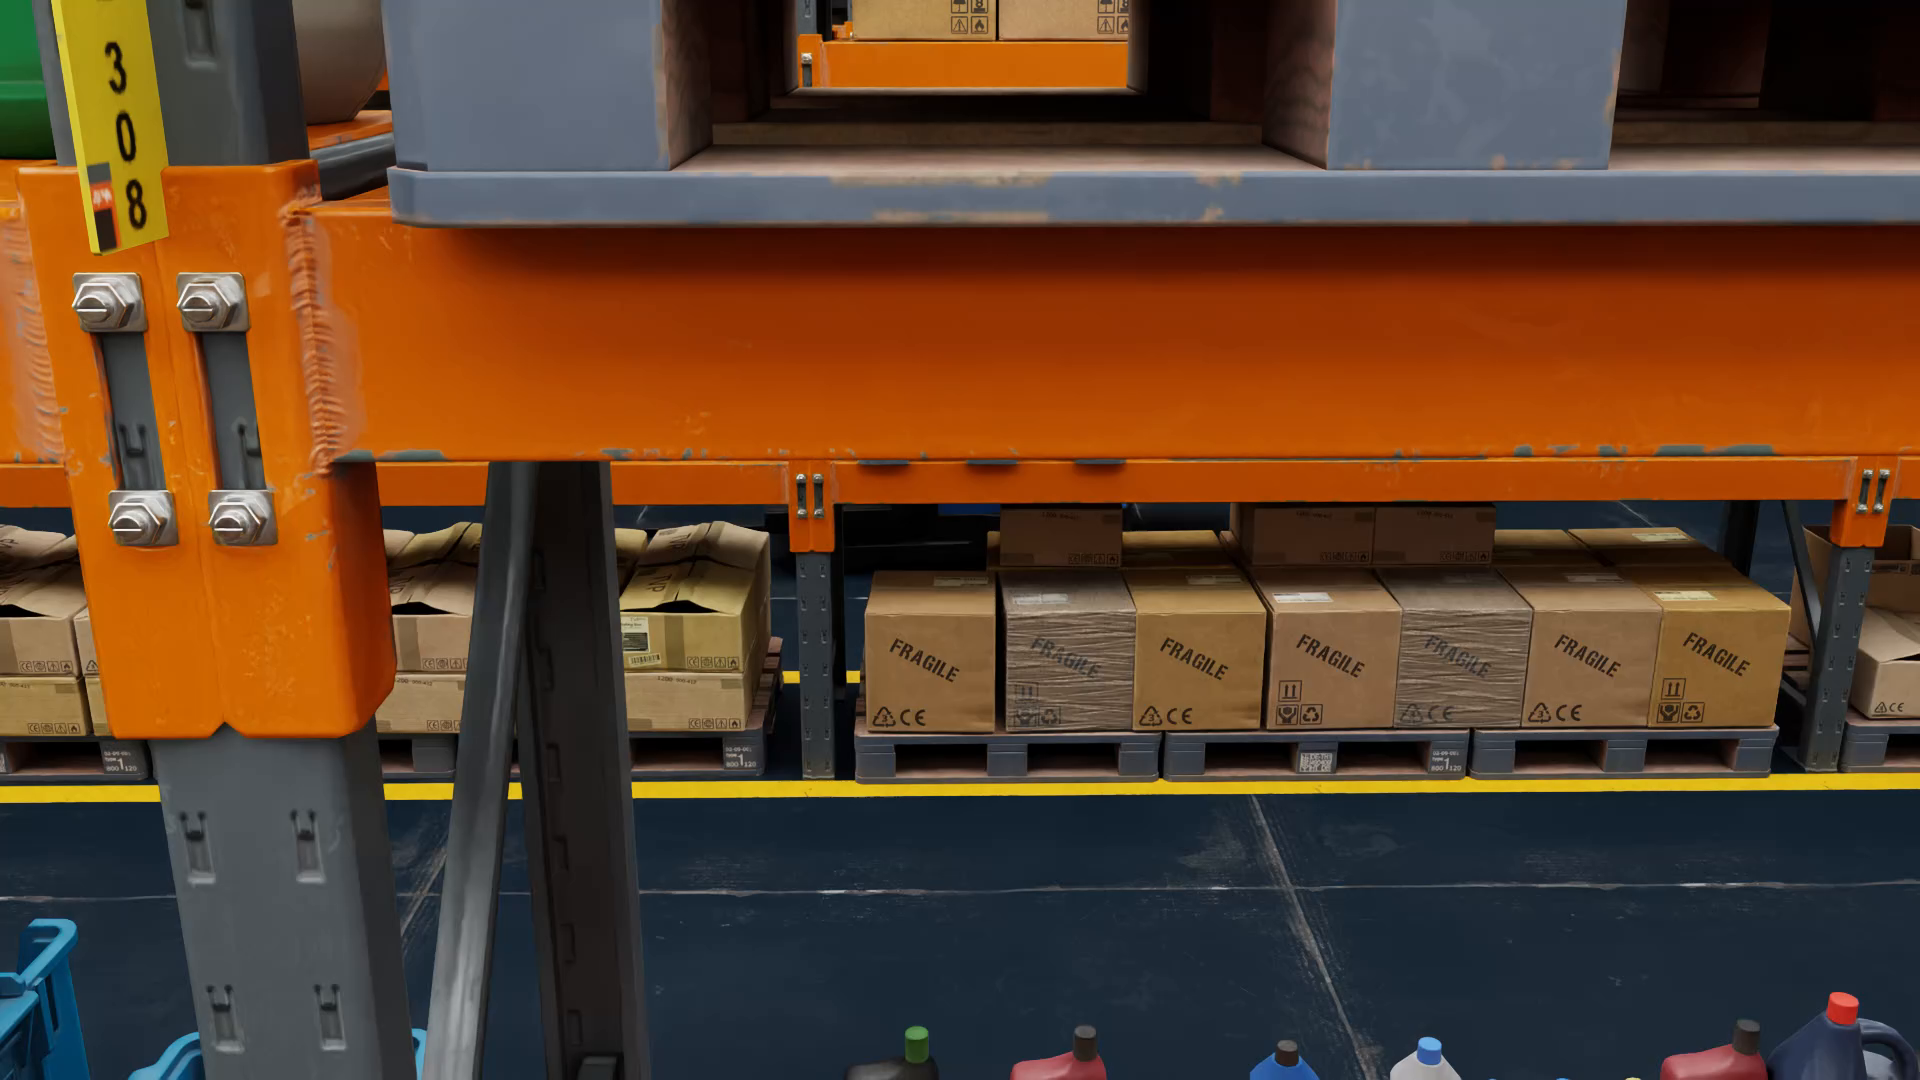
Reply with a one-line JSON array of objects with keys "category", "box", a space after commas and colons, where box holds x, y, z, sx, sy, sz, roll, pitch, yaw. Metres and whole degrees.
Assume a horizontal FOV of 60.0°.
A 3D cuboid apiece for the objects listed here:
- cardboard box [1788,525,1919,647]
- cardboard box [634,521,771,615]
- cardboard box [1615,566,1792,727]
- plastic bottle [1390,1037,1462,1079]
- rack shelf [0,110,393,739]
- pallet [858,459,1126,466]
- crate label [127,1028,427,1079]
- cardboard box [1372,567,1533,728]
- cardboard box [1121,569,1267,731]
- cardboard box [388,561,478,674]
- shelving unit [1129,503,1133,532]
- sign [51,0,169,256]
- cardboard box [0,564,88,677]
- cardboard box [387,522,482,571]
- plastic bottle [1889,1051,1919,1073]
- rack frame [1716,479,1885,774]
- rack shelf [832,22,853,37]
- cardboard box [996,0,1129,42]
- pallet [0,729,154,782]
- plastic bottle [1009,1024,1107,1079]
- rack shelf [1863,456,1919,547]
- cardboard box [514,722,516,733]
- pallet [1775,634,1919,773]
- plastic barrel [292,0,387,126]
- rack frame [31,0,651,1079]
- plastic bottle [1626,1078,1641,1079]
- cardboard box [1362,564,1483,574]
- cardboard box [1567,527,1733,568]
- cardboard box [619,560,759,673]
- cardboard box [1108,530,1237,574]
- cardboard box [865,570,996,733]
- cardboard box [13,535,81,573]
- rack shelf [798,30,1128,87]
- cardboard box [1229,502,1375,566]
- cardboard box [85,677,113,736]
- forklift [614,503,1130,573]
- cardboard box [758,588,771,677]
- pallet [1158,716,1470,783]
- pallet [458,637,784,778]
[{"category": "cardboard box", "box": [3.997, 0.243, 7.250, 0.500, 0.500, 0.500, 0, 18, -1]}, {"category": "cardboard box", "box": [-1.096, 0.126, 7.139, 0.500, 0.311, 0.500, 0, 18, 1]}, {"category": "cardboard box", "box": [2.943, 0.423, 6.691, 0.500, 0.500, 0.500, 0, 18, -1]}, {"category": "plastic bottle", "box": [0.641, 0.815, 2.306, 0.097, 0.271, 0.097, 0, 18, 0]}, {"category": "rack shelf", "box": [-2.493, -0.192, 1.502, 4.000, 0.370, 1.077, 0, 18, -1]}, {"category": "pallet", "box": [0.109, -0.562, 6.703, 1.003, 0.211, 1.213, 0, 18, -1]}, {"category": "crate label", "box": [-0.920, 0.851, 2.257, 0.416, 0.233, 0.303, 0, 18, -1]}, {"category": "cardboard box", "box": [1.947, 0.425, 6.685, 0.500, 0.500, 0.500, 0, 18, 0]}, {"category": "cardboard box", "box": [0.917, 0.432, 6.662, 0.500, 0.500, 0.500, -1, 18, -2]}, {"category": "cardboard box", "box": [-2.112, 0.297, 6.606, 0.500, 0.311, 0.500, 0, 18, -1]}, {"category": "shelving unit", "box": [1.440, -0.773, 9.503, 1.048, 1.500, 0.538, -2, 18, -6]}, {"category": "sign", "box": [-0.477, -0.326, 0.915, 0.005, 0.325, 0.100, 0, 18, -1]}, {"category": "cardboard box", "box": [-3.649, 0.306, 6.578, 0.500, 0.311, 0.500, 0, 18, -2]}, {"category": "cardboard box", "box": [-2.131, 0.133, 7.117, 0.500, 0.311, 0.500, -1, 18, -2]}, {"category": "plastic bottle", "box": [1.366, 0.800, 2.333, 0.133, 0.283, 0.061, 0, 18, -1]}, {"category": "rack frame", "box": [3.432, -0.648, 6.657, 0.127, 3.000, 1.000, 0, 18, -1]}, {"category": "rack shelf", "box": [-2.649, -3.218, 10.935, 4.000, 0.370, 1.077, 0, 18, -1]}, {"category": "cardboard box", "box": [0.378, -2.119, 6.170, 0.500, 0.500, 0.910, 0, 18, -1]}, {"category": "pallet", "box": [-3.831, 0.703, 7.011, 1.213, 0.211, 1.003, 0, 18, -1]}, {"category": "plastic bottle", "box": [0.136, 0.806, 2.314, 0.133, 0.283, 0.061, 0, 18, -1]}, {"category": "rack shelf", "box": [5.432, -0.315, 6.797, 4.000, 0.370, 1.077, 0, 18, -1]}, {"category": "cardboard box", "box": [-1.605, 0.561, 6.701, 0.500, 0.250, 0.500, 0, 18, -2]}, {"category": "pallet", "box": [4.119, 0.677, 7.092, 1.213, 0.211, 1.003, 0, 18, -1]}, {"category": "plastic barrel", "box": [-0.808, -0.689, 1.693, 0.421, 0.512, 0.421, 0, 18, 0]}, {"category": "rack frame", "box": [-0.493, 0.885, 1.878, 0.053, 2.616, 0.949, 0, 18, -1]}, {"category": "plastic bottle", "box": [0.933, 0.847, 2.321, 0.097, 0.201, 0.097, 0, 18, 0]}, {"category": "cardboard box", "box": [1.912, 0.267, 7.177, 0.500, 0.500, 0.500, 0, 18, 0]}, {"category": "cardboard box", "box": [2.945, 0.261, 7.196, 0.500, 0.500, 0.500, -1, 18, -3]}, {"category": "cardboard box", "box": [-1.087, 0.291, 6.625, 0.500, 0.311, 0.500, 0, 18, 1]}, {"category": "cardboard box", "box": [0.881, 0.273, 7.156, 0.500, 0.500, 0.500, -1, 18, -3]}, {"category": "cardboard box", "box": [-0.108, 0.437, 6.646, 0.500, 0.500, 0.500, 0, 18, 1]}, {"category": "cardboard box", "box": [-3.646, 0.139, 7.100, 0.500, 0.311, 0.500, 0, 18, 1]}, {"category": "rack shelf", "box": [1.432, -1.724, 6.279, 4.000, 0.370, 1.077, 0, 18, -1]}, {"category": "cardboard box", "box": [1.443, -0.089, 7.059, 0.500, 0.250, 0.500, -1, 18, -2]}, {"category": "cardboard box", "box": [-3.131, 0.568, 6.680, 0.500, 0.250, 0.500, -1, 18, -3]}, {"category": "forklift", "box": [-0.619, -1.377, 9.041, 3.031, 2.935, 1.130, -2, 18, -5]}, {"category": "cardboard box", "box": [-1.096, 0.393, 7.224, 0.500, 0.250, 0.500, 0, 18, -1]}, {"category": "pallet", "box": [1.397, 0.702, 7.014, 1.213, 0.211, 1.003, 0, 18, -1]}, {"category": "pallet", "box": [-1.391, 0.691, 7.048, 1.213, 0.211, 1.003, 0, 18, -1]}]
